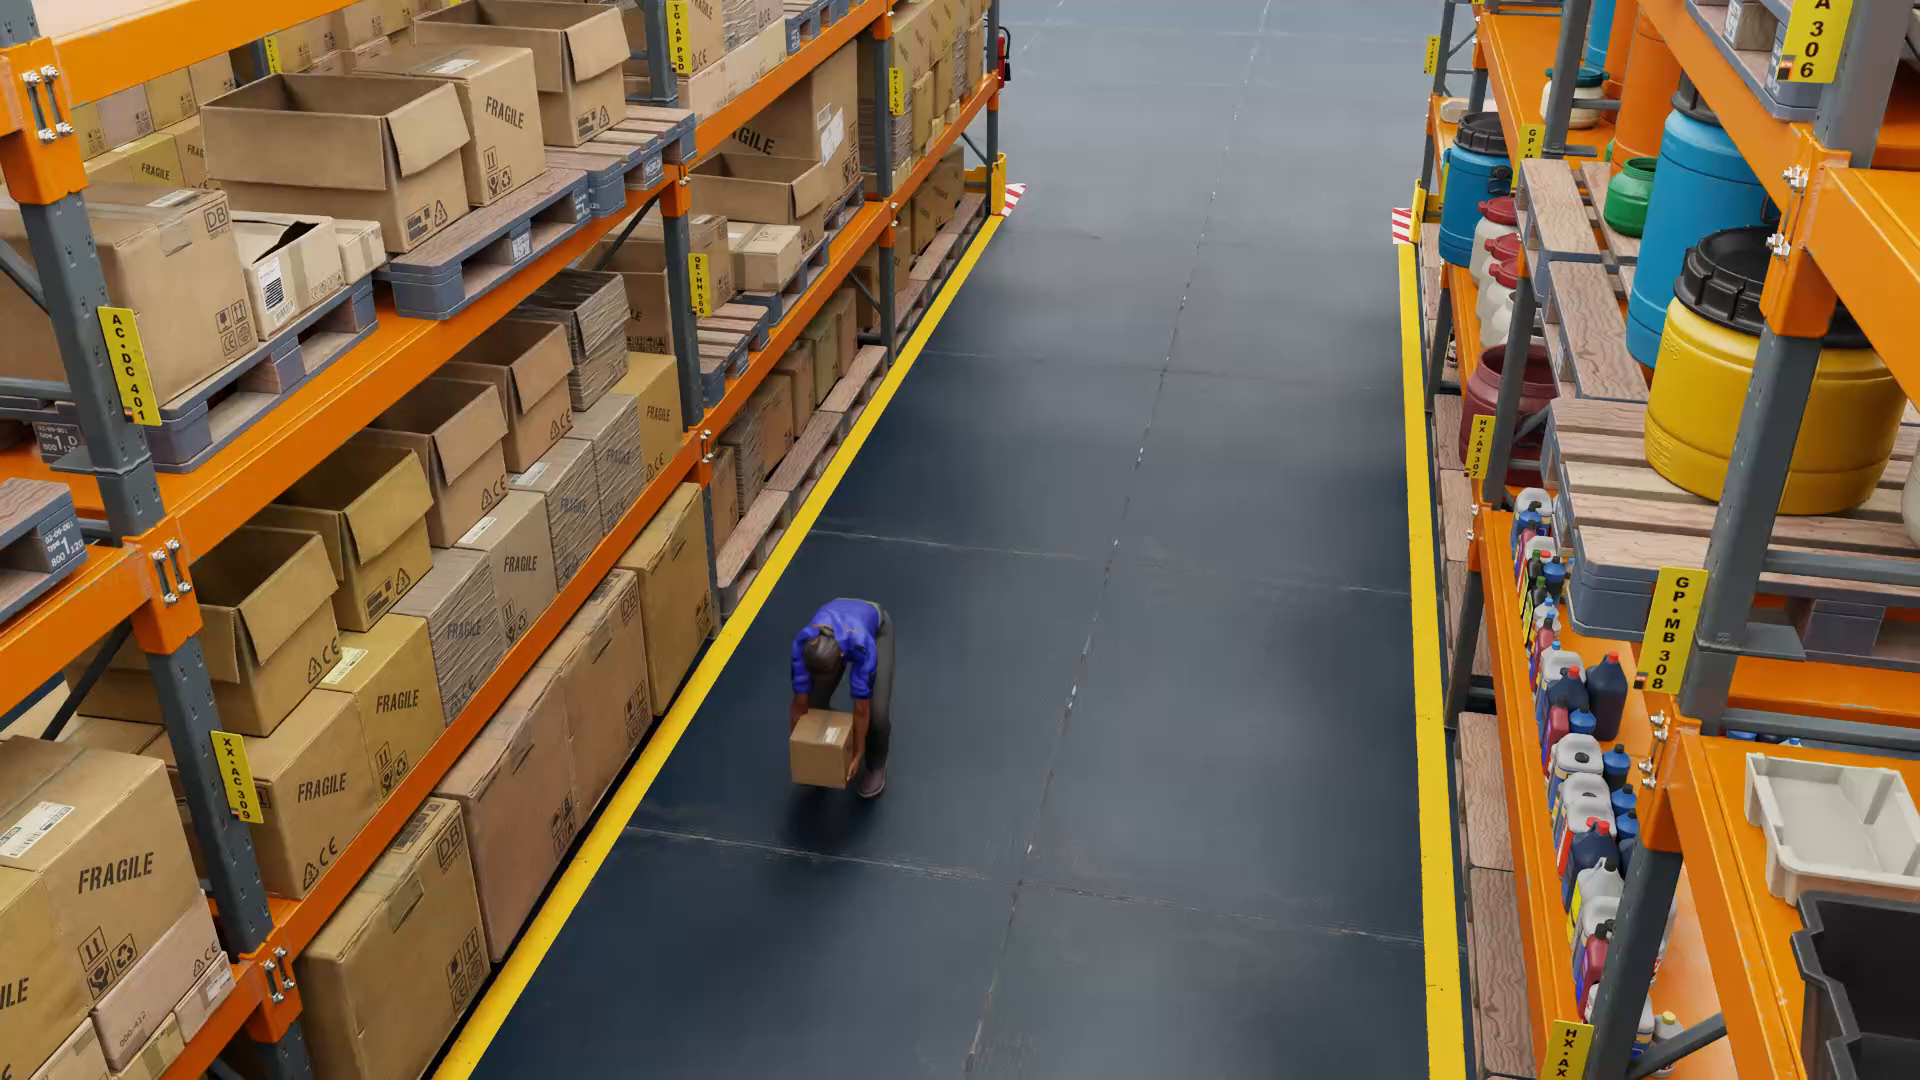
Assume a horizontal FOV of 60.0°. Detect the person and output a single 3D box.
[{"bbox_3d":[-0.559,0.754,7.831,0.437,1.105,0.850,6,30,11],"label":"person"}]
